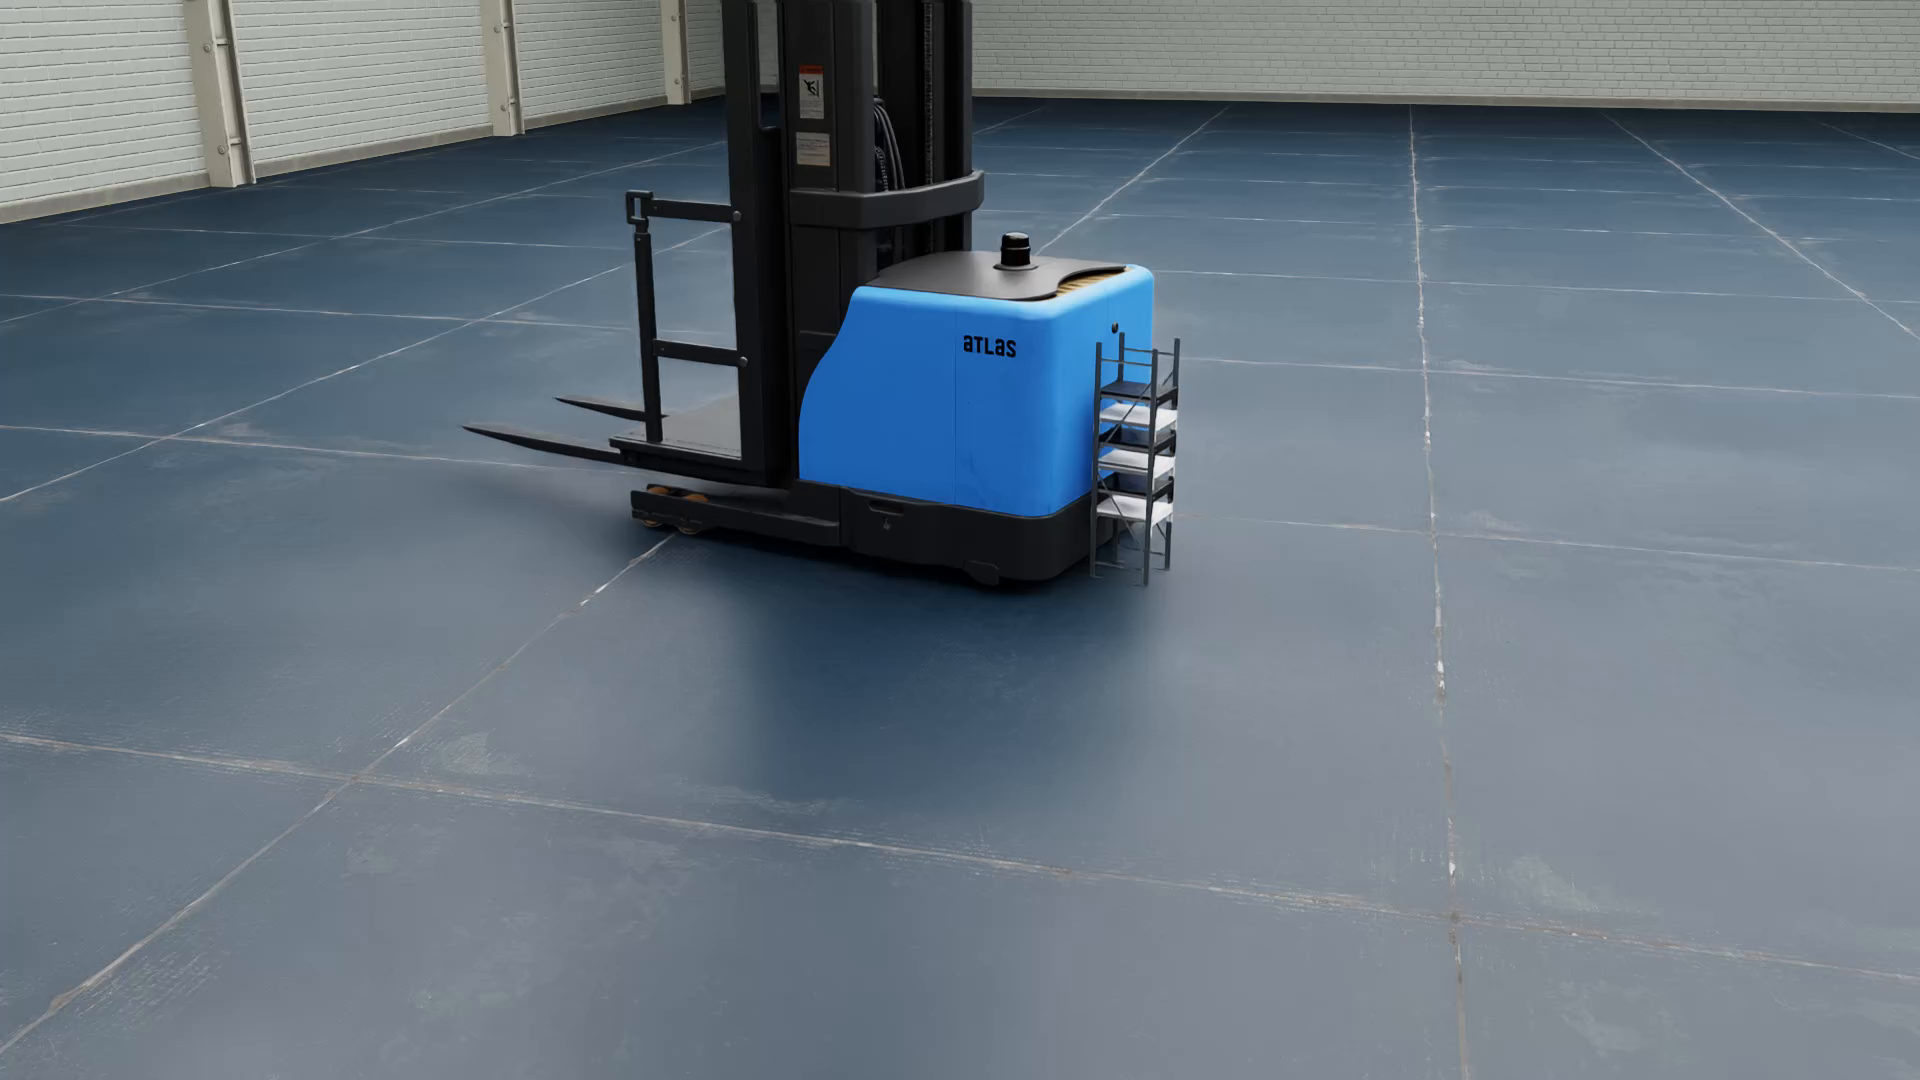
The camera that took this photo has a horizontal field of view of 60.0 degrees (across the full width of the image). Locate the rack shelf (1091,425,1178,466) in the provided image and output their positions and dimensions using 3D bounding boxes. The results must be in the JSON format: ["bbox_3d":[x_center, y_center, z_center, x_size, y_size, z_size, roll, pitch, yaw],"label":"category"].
[{"bbox_3d":[0.645,-0.350,6.145,0.258,0.077,0.200,10,21,27],"label":"rack shelf"}]

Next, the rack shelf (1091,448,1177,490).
[{"bbox_3d":[0.645,-0.265,6.174,0.258,0.077,0.200,10,21,27],"label":"rack shelf"}]

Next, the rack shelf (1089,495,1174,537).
[{"bbox_3d":[0.645,-0.095,6.232,0.258,0.077,0.200,10,21,27],"label":"rack shelf"}]

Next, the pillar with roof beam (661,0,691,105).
[{"bbox_3d":[-0.710,-11.498,26.430,9.100,9.000,0.400,5,19,13],"label":"pillar with roof beam"}]

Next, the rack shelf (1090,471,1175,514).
[{"bbox_3d":[0.645,-0.180,6.203,0.258,0.077,0.200,10,21,27],"label":"rack shelf"}]

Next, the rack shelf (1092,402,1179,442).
[{"bbox_3d":[0.645,-0.436,6.116,0.258,0.077,0.200,10,21,27],"label":"rack shelf"}]

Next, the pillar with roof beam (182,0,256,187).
[{"bbox_3d":[-3.642,-7.737,15.418,9.100,9.000,0.400,5,19,13],"label":"pillar with roof beam"}]

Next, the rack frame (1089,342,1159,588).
[{"bbox_3d":[0.595,-0.268,6.079,0.240,0.900,0.006,10,21,27],"label":"rack frame"}]

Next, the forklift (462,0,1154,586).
[{"bbox_3d":[-0.765,-1.544,6.674,3.031,2.935,1.130,10,21,28],"label":"forklift"}]

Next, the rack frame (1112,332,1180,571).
[{"bbox_3d":[0.695,-0.325,6.247,0.240,0.900,0.006,10,21,27],"label":"rack frame"}]

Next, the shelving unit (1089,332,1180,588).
[{"bbox_3d":[0.645,-0.297,6.163,0.258,0.900,0.210,10,21,27],"label":"shelving unit"}]

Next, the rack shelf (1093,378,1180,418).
[{"bbox_3d":[0.646,-0.521,6.086,0.258,0.077,0.200,10,21,27],"label":"rack shelf"}]

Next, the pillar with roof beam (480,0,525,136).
[{"bbox_3d":[-2.176,-9.618,20.924,9.100,9.000,0.400,5,19,13],"label":"pillar with roof beam"}]
